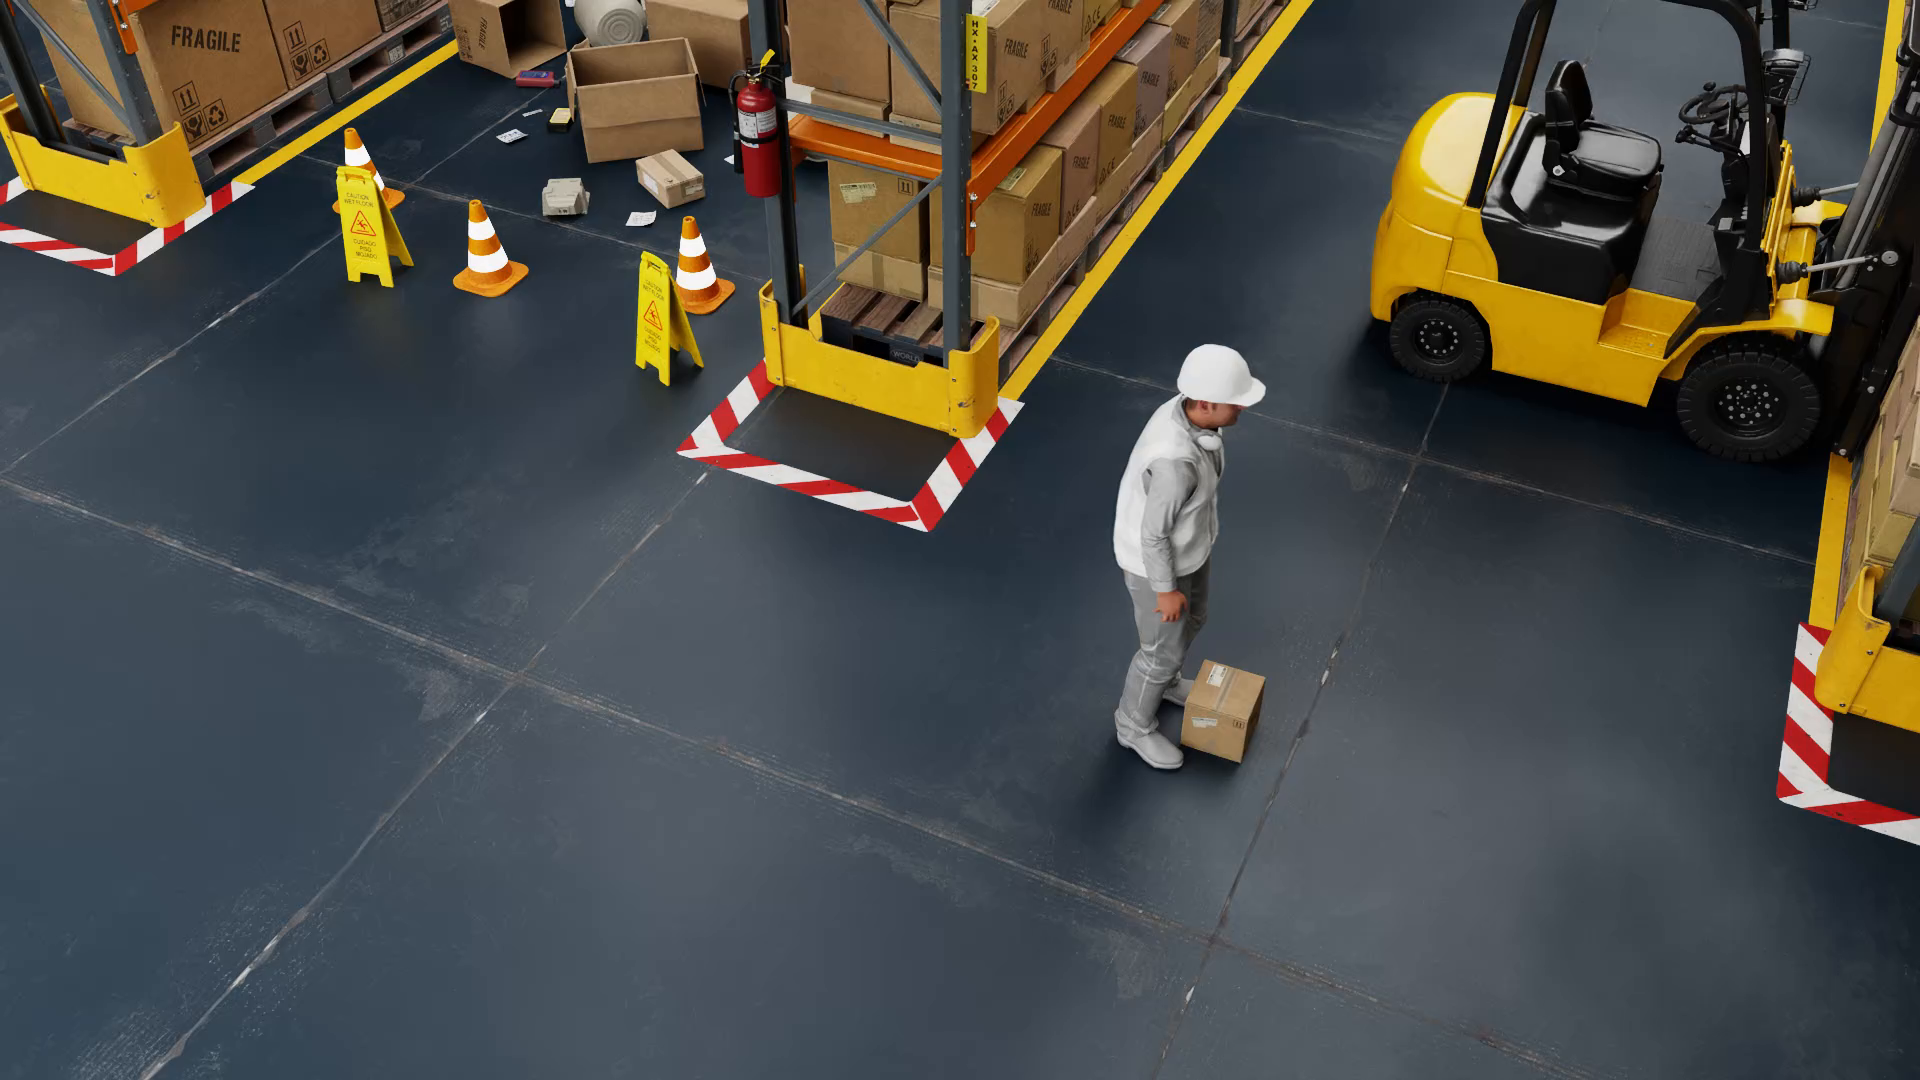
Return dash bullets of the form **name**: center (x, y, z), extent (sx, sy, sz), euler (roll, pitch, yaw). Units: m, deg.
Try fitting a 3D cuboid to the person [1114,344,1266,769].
- **person**: center (0.798, 0.029, 6.106), extent (0.457, 1.773, 0.593), euler (15, 44, 16)
